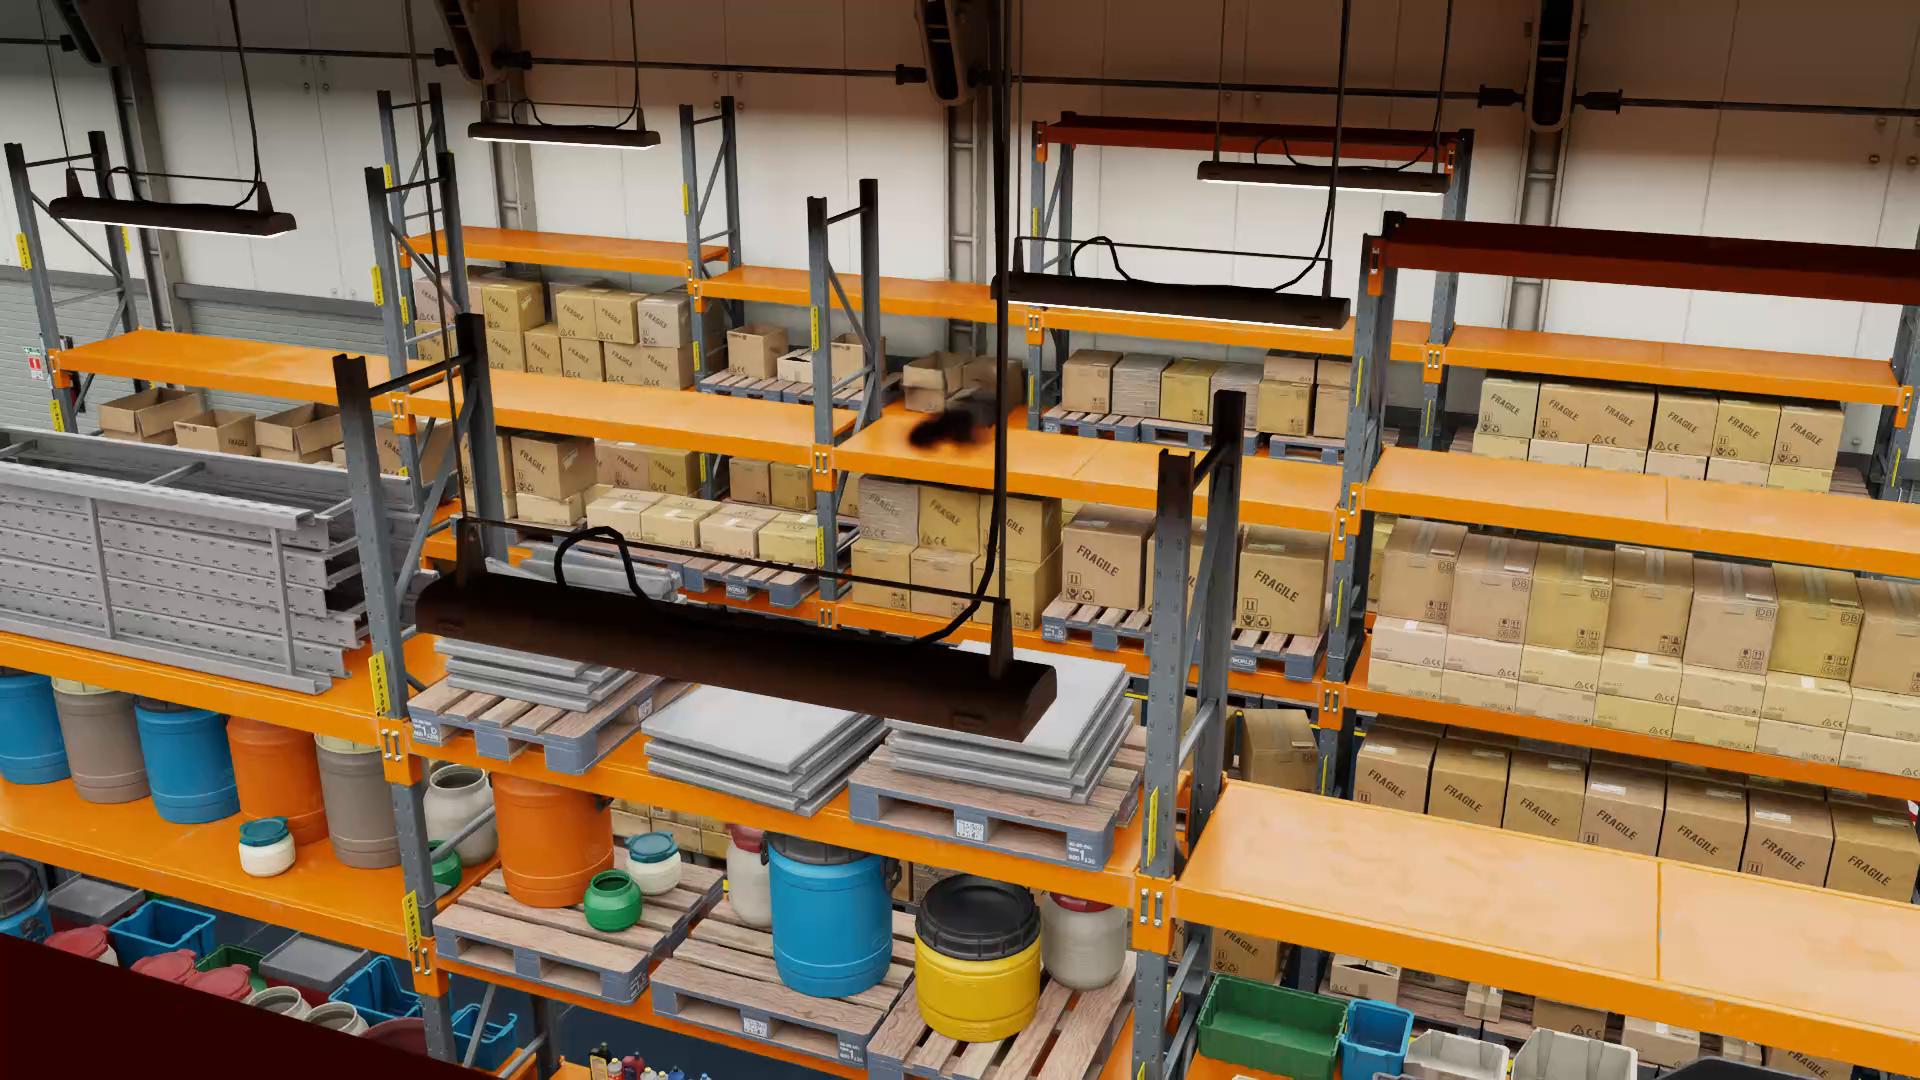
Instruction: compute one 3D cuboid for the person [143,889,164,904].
[{"bbox_3d":[-6.487,2.637,12.986,0.893,1.812,0.669,9,23,23],"label":"person"}]
